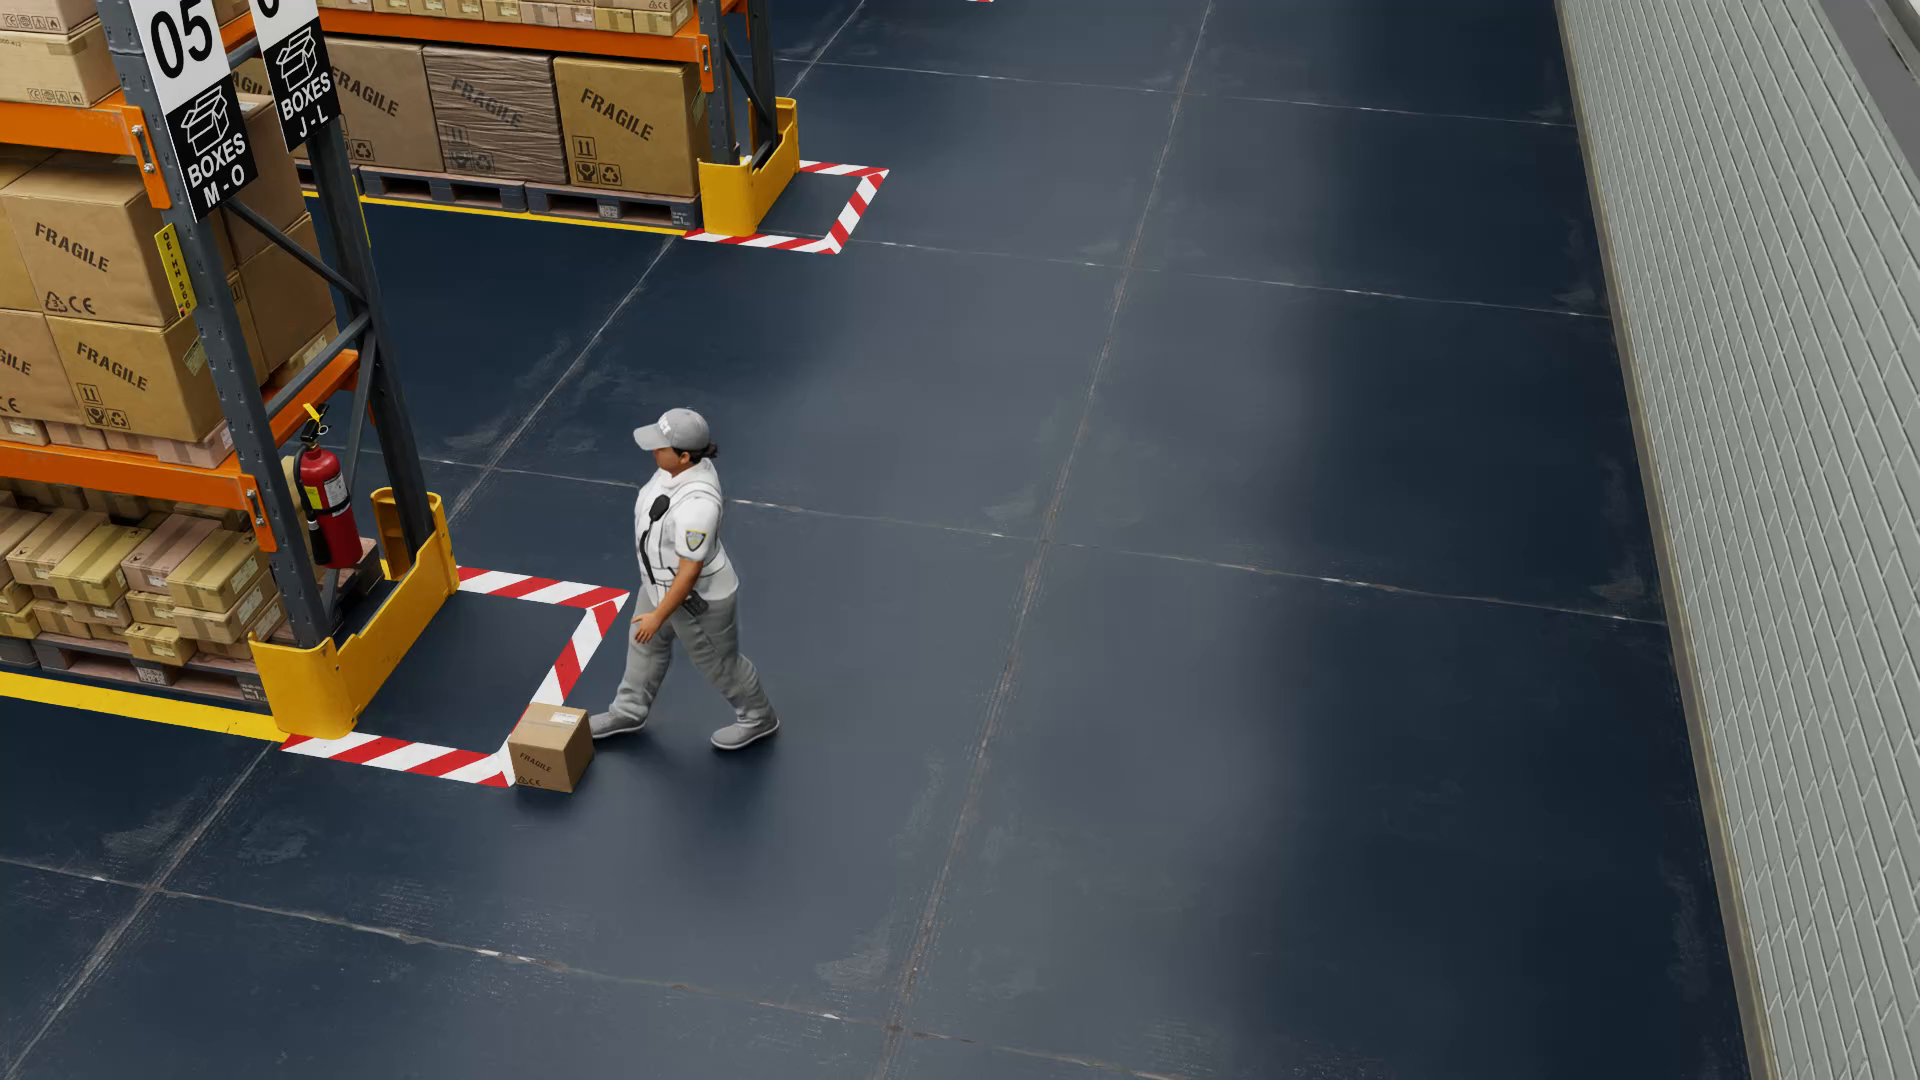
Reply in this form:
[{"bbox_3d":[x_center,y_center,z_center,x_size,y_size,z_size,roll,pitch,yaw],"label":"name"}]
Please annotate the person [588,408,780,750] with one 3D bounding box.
[{"bbox_3d":[-1.197,0.215,6.658,0.834,1.633,0.492,-13,39,-17],"label":"person"}]
